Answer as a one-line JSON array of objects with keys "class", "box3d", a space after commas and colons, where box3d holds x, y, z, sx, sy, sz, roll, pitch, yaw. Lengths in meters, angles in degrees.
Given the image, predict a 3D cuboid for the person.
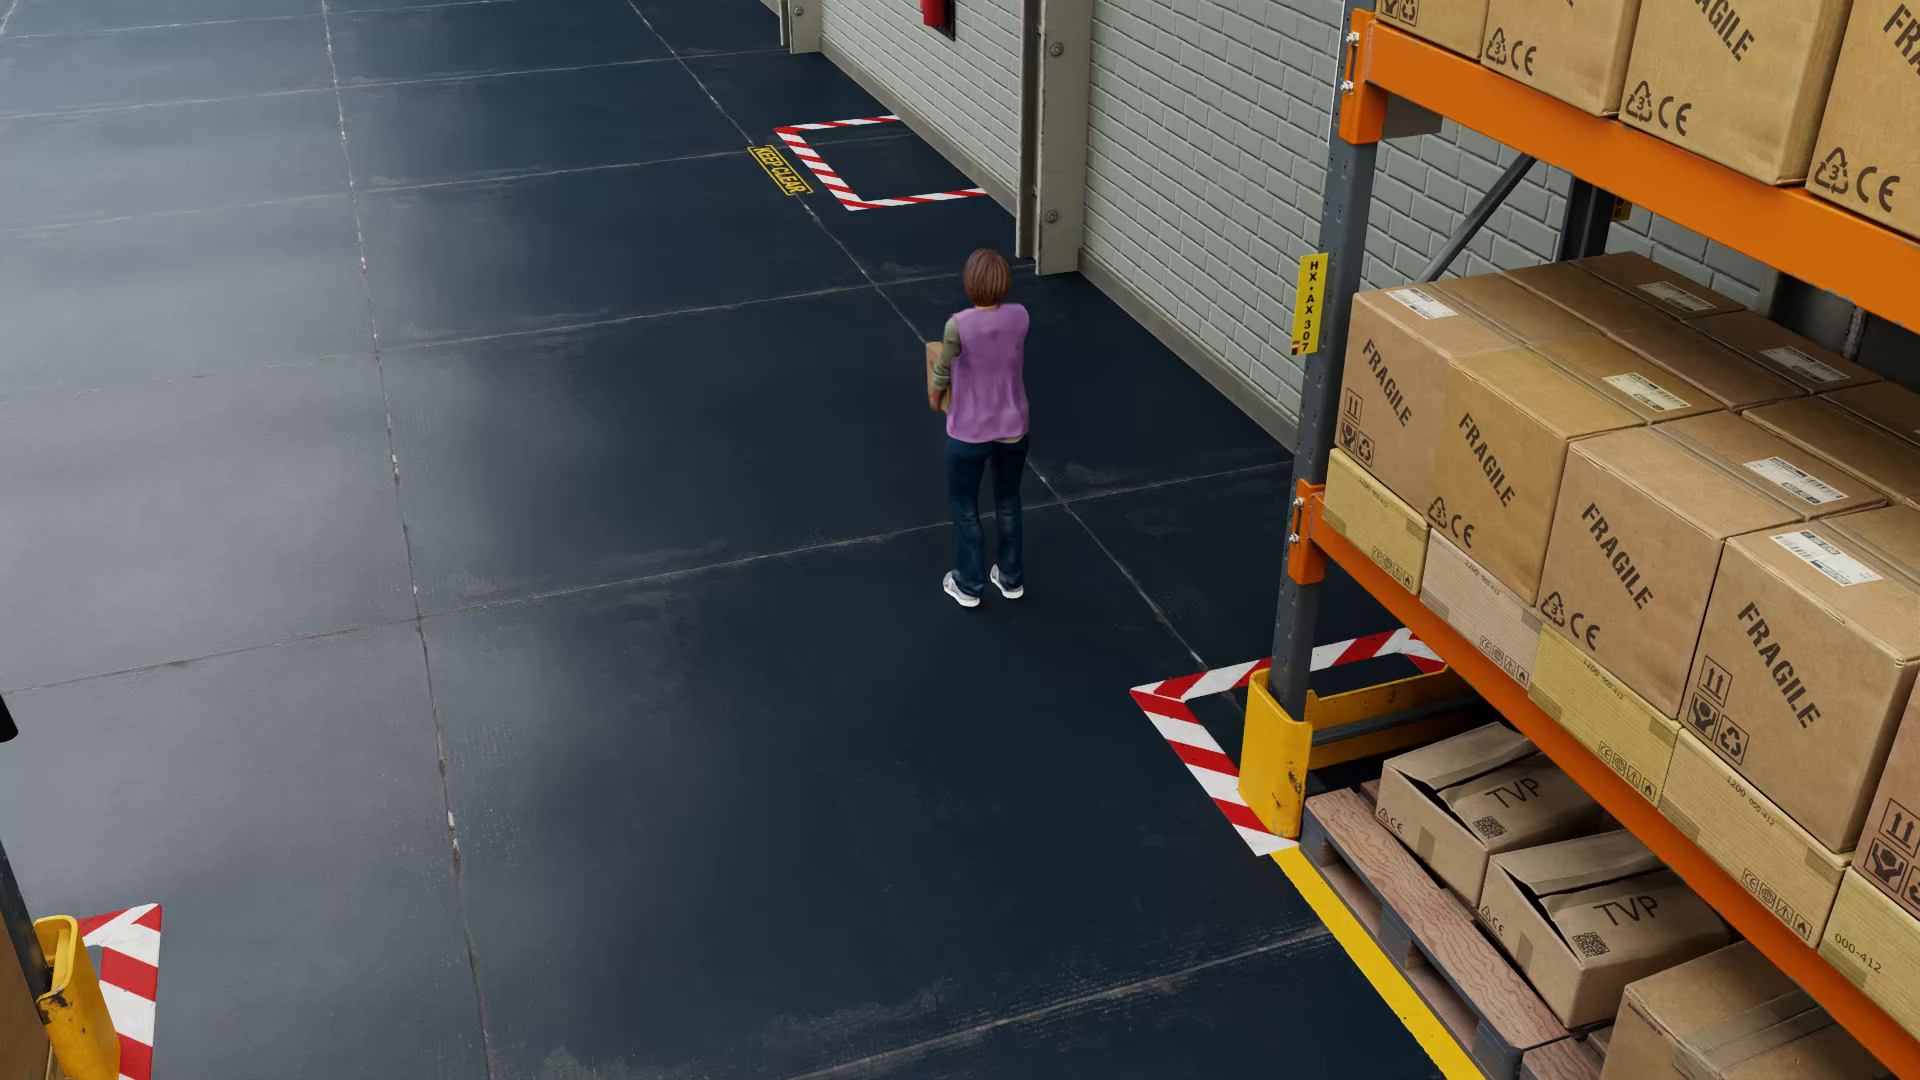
[{"class": "person", "box3d": [0.078, -0.488, 6.981, 0.375, 1.600, 0.502, -11, 32, -18]}]
